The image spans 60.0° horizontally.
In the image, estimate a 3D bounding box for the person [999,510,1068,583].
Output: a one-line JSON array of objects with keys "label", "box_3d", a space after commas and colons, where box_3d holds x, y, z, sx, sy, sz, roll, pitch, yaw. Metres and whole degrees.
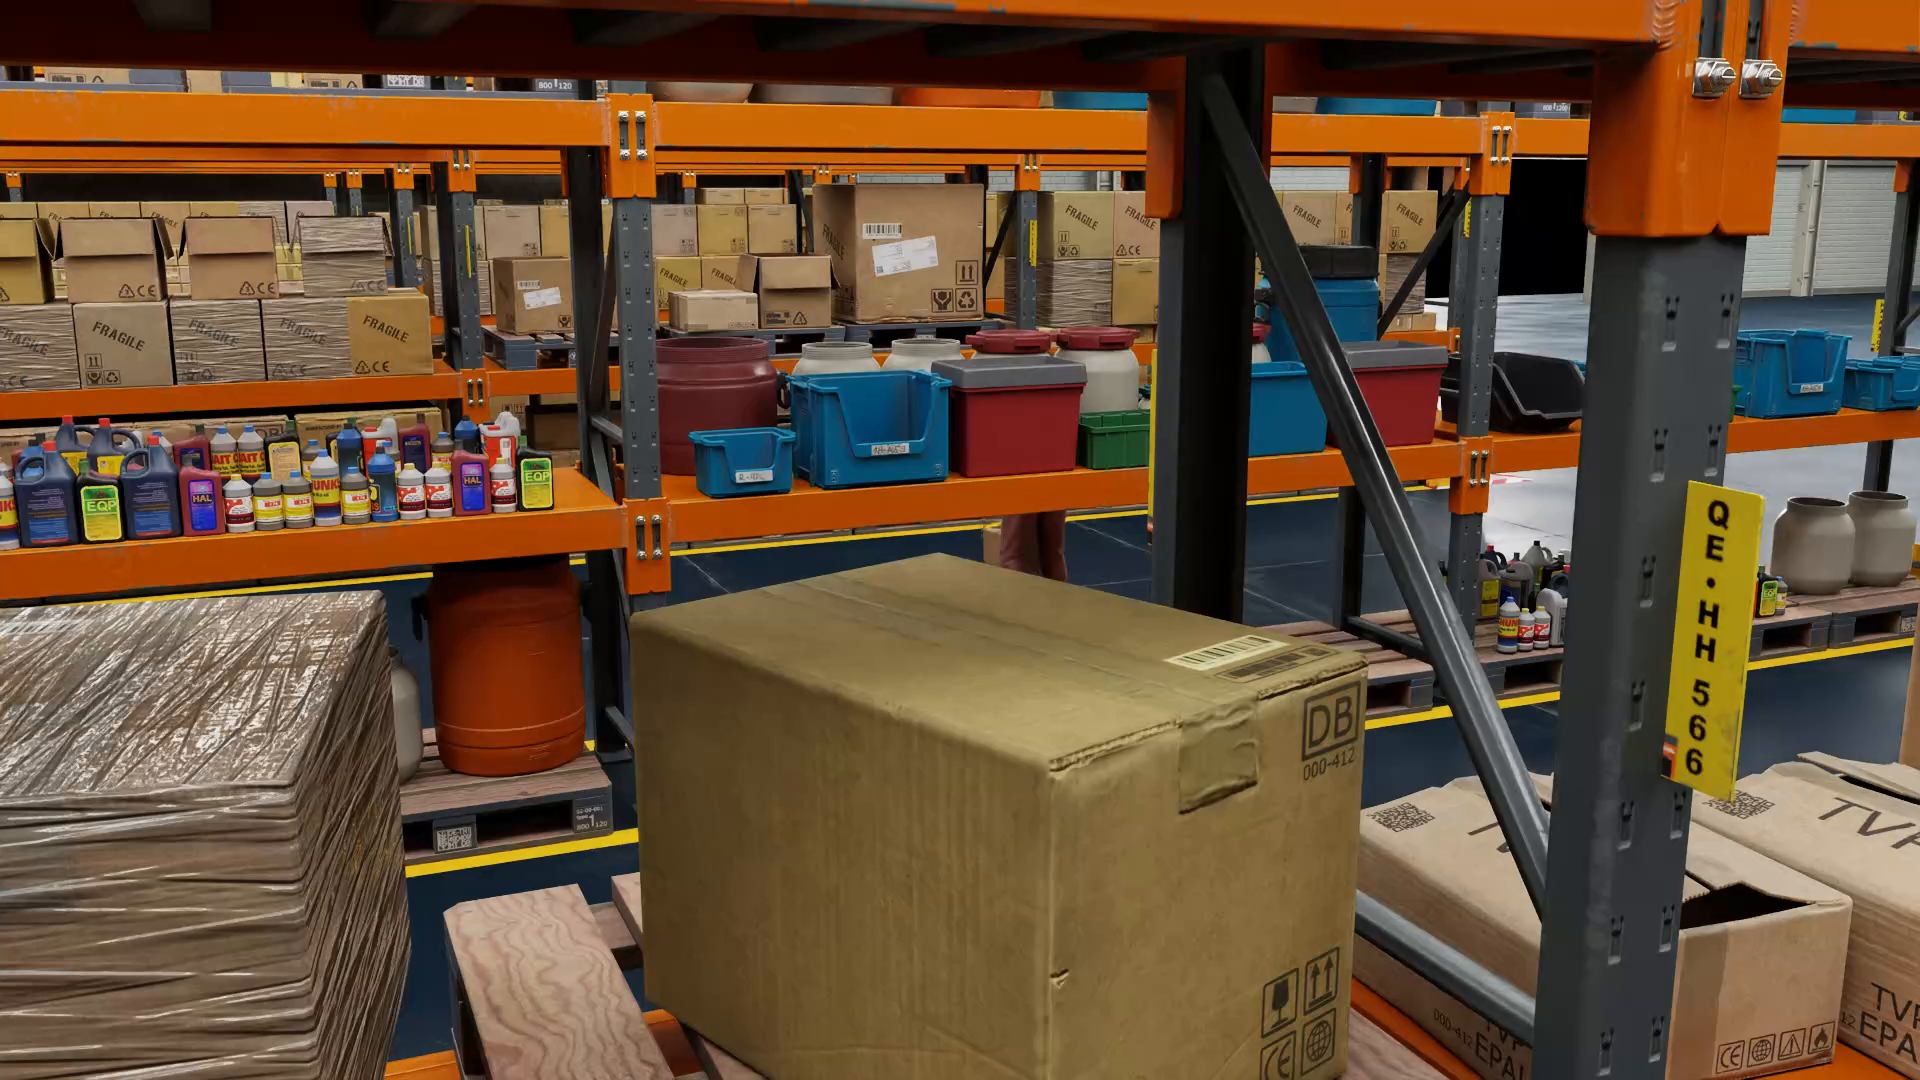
[{"label": "person", "box_3d": [0.402, -0.253, 9.139, 0.483, 1.675, 0.361, -6, 13, -25]}]
